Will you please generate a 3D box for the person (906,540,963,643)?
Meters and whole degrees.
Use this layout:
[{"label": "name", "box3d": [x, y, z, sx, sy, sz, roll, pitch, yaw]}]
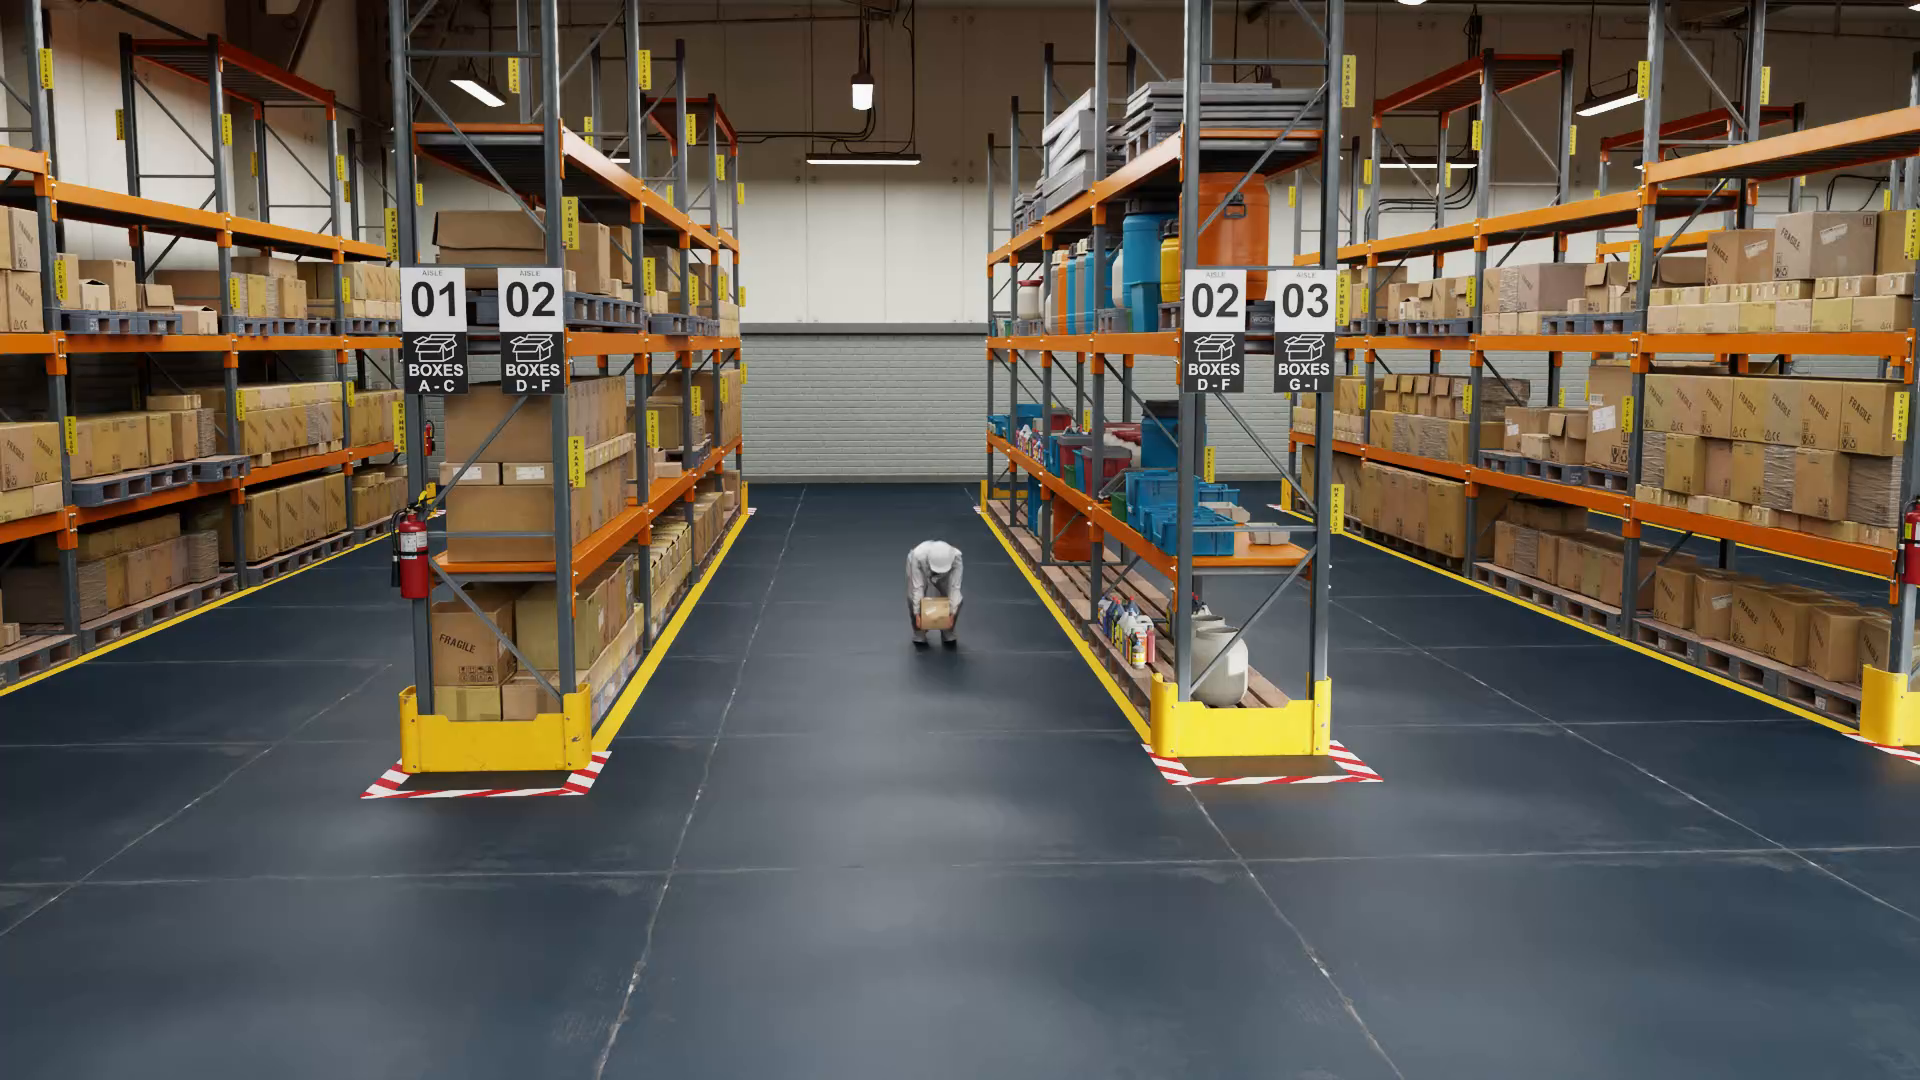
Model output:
[{"label": "person", "box3d": [-0.226, 0.455, 15.143, 0.512, 0.988, 0.975, -1, 7, -6]}]
